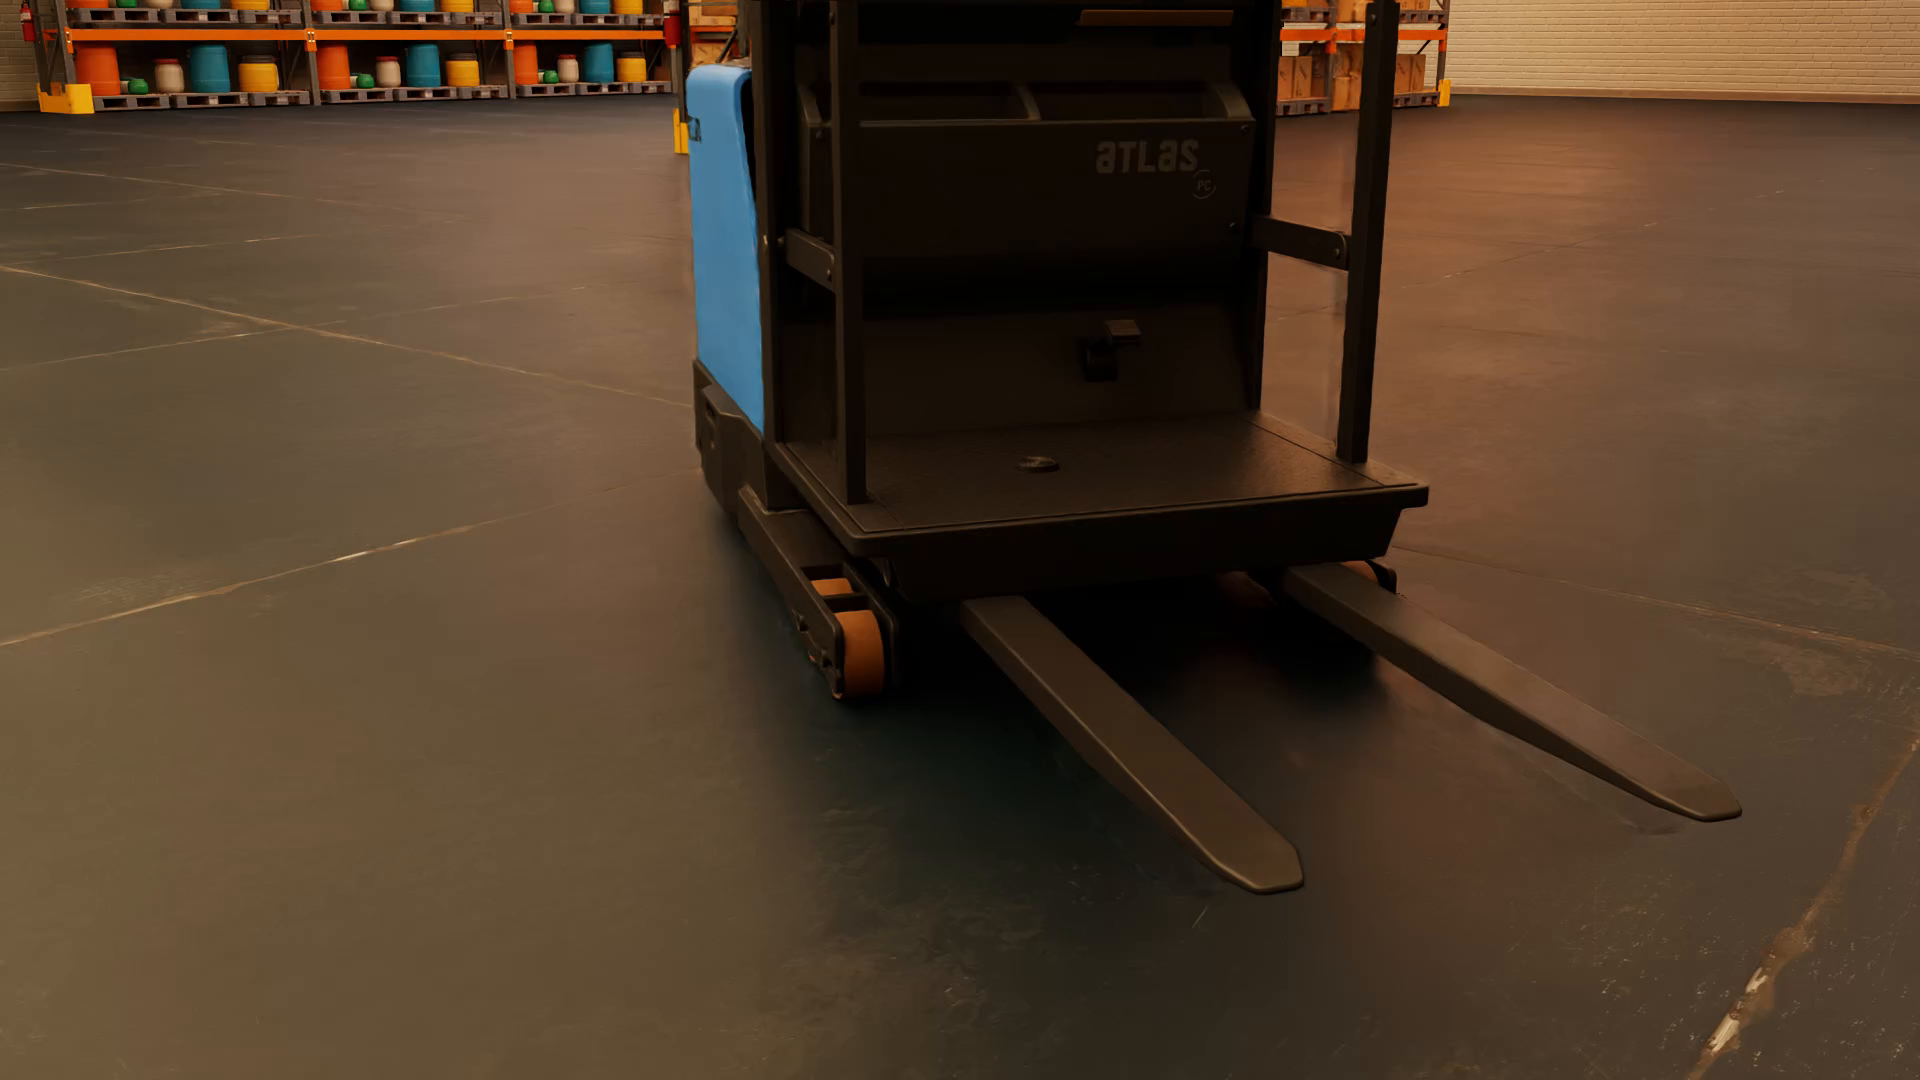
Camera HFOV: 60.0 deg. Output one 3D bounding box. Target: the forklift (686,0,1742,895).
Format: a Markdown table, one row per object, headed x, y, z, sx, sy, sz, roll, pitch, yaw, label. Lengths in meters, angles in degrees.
| x | y | z | sx | sy | sz | roll | pitch | yaw | label |
| --- | --- | --- | --- | --- | --- | --- | --- | --- | --- |
| 0.203 | -1.242 | 2.989 | 1.130 | 2.935 | 3.031 | -5 | 18 | -17 | forklift |
